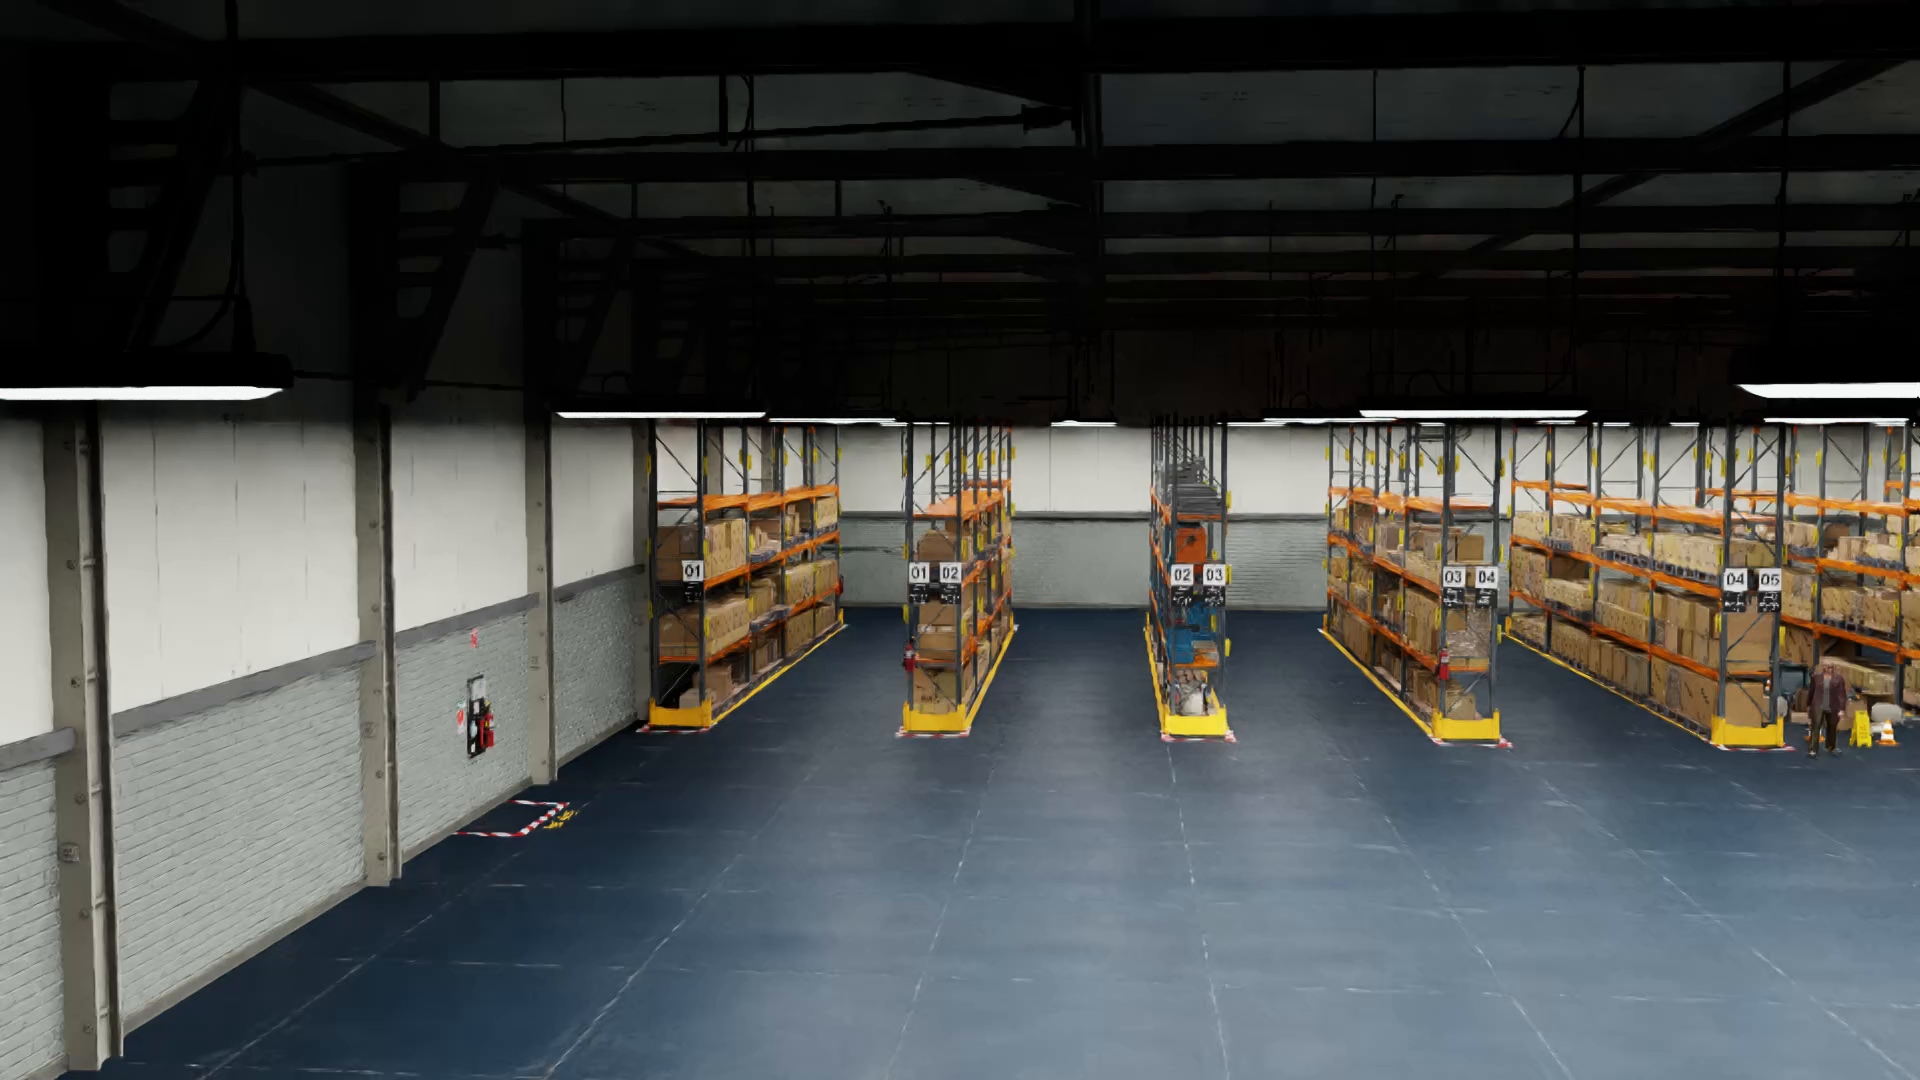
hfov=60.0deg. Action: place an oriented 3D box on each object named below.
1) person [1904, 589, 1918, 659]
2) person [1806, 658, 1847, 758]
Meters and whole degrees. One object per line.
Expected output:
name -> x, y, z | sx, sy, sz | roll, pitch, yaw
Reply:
person -> 23.705, 2.156, 41.316 | 0.553, 1.544, 0.606 | 2, 4, 22
person -> 15.025, 2.913, 28.861 | 0.630, 1.735, 1.020 | 2, 4, 28
